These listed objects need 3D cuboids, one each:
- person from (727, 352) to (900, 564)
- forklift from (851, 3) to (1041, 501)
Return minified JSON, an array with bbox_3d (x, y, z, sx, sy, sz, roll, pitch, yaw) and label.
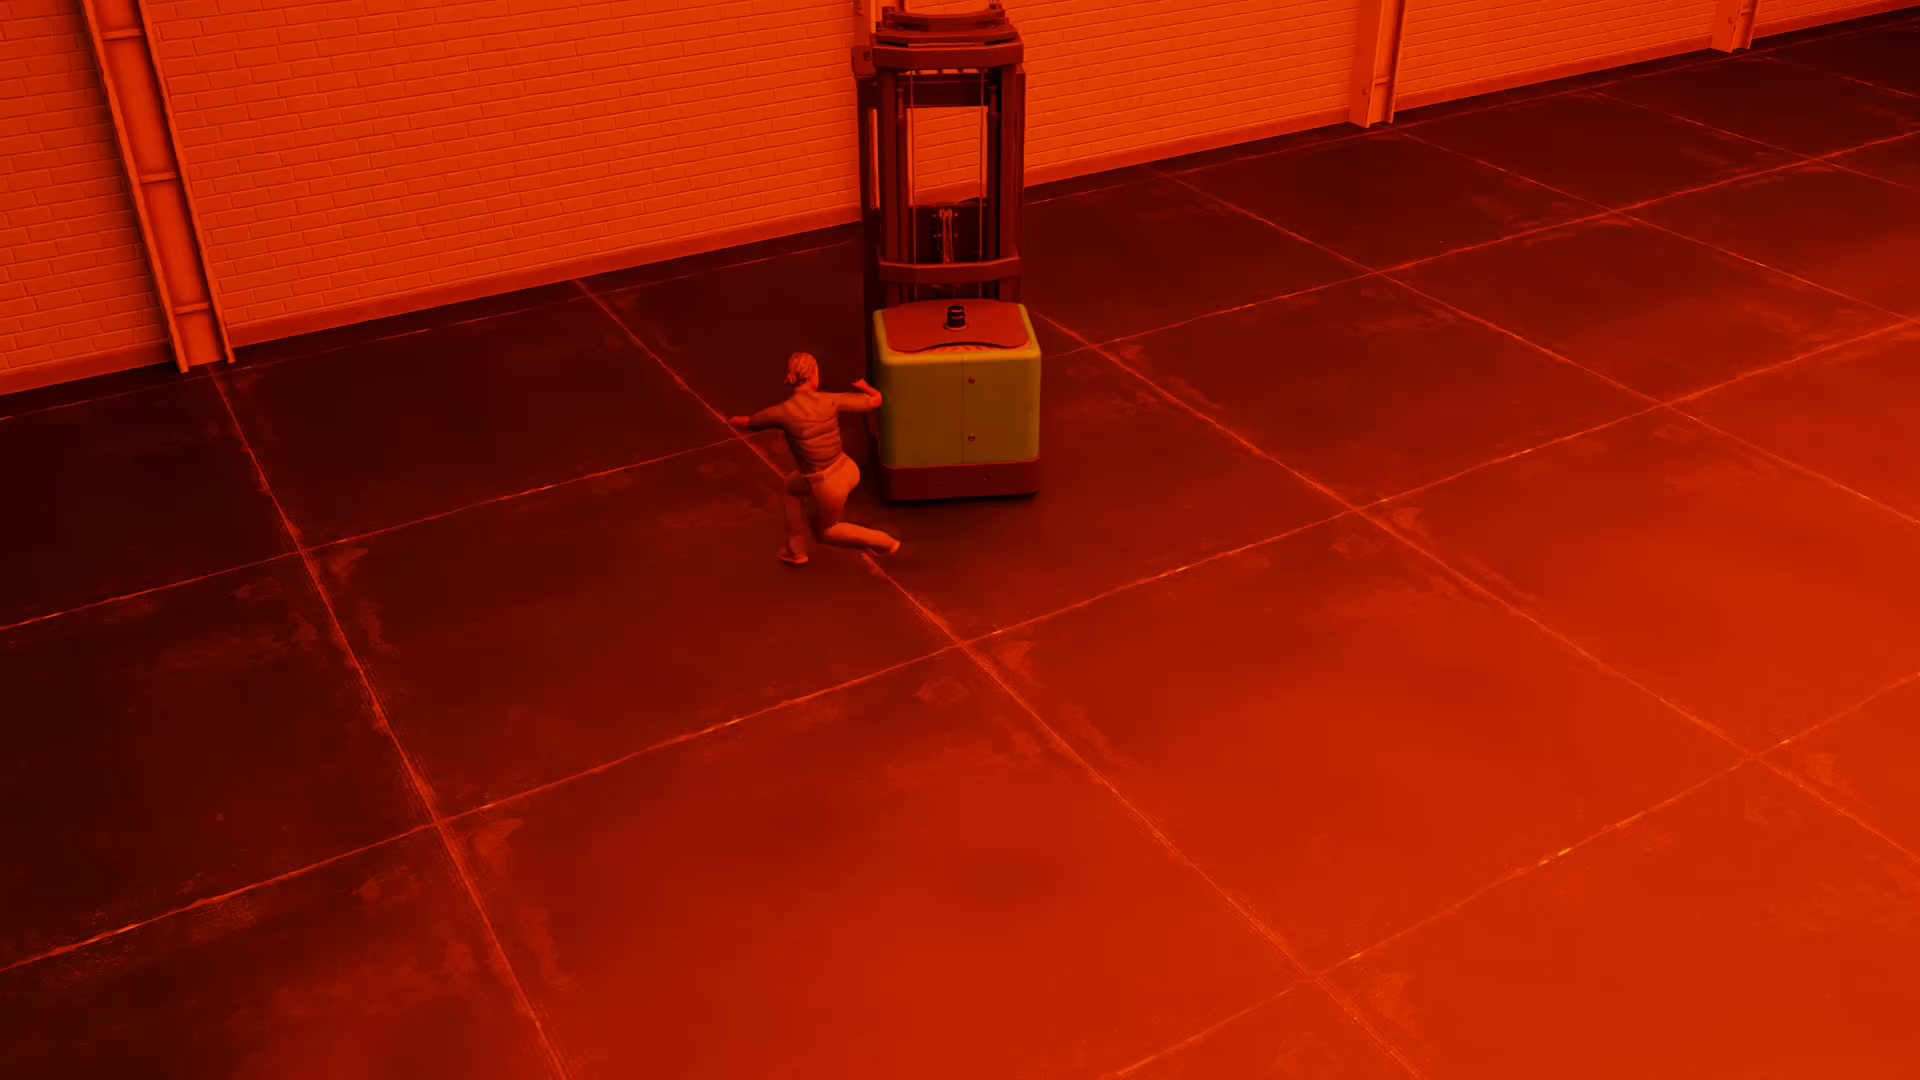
[{"bbox_3d":[-0.860,-0.513,9.988,1.088,1.426,0.795,21,37,31],"label":"person"},{"bbox_3d":[-0.149,-2.248,11.401,1.130,2.935,3.031,-3,31,-5],"label":"forklift"}]
